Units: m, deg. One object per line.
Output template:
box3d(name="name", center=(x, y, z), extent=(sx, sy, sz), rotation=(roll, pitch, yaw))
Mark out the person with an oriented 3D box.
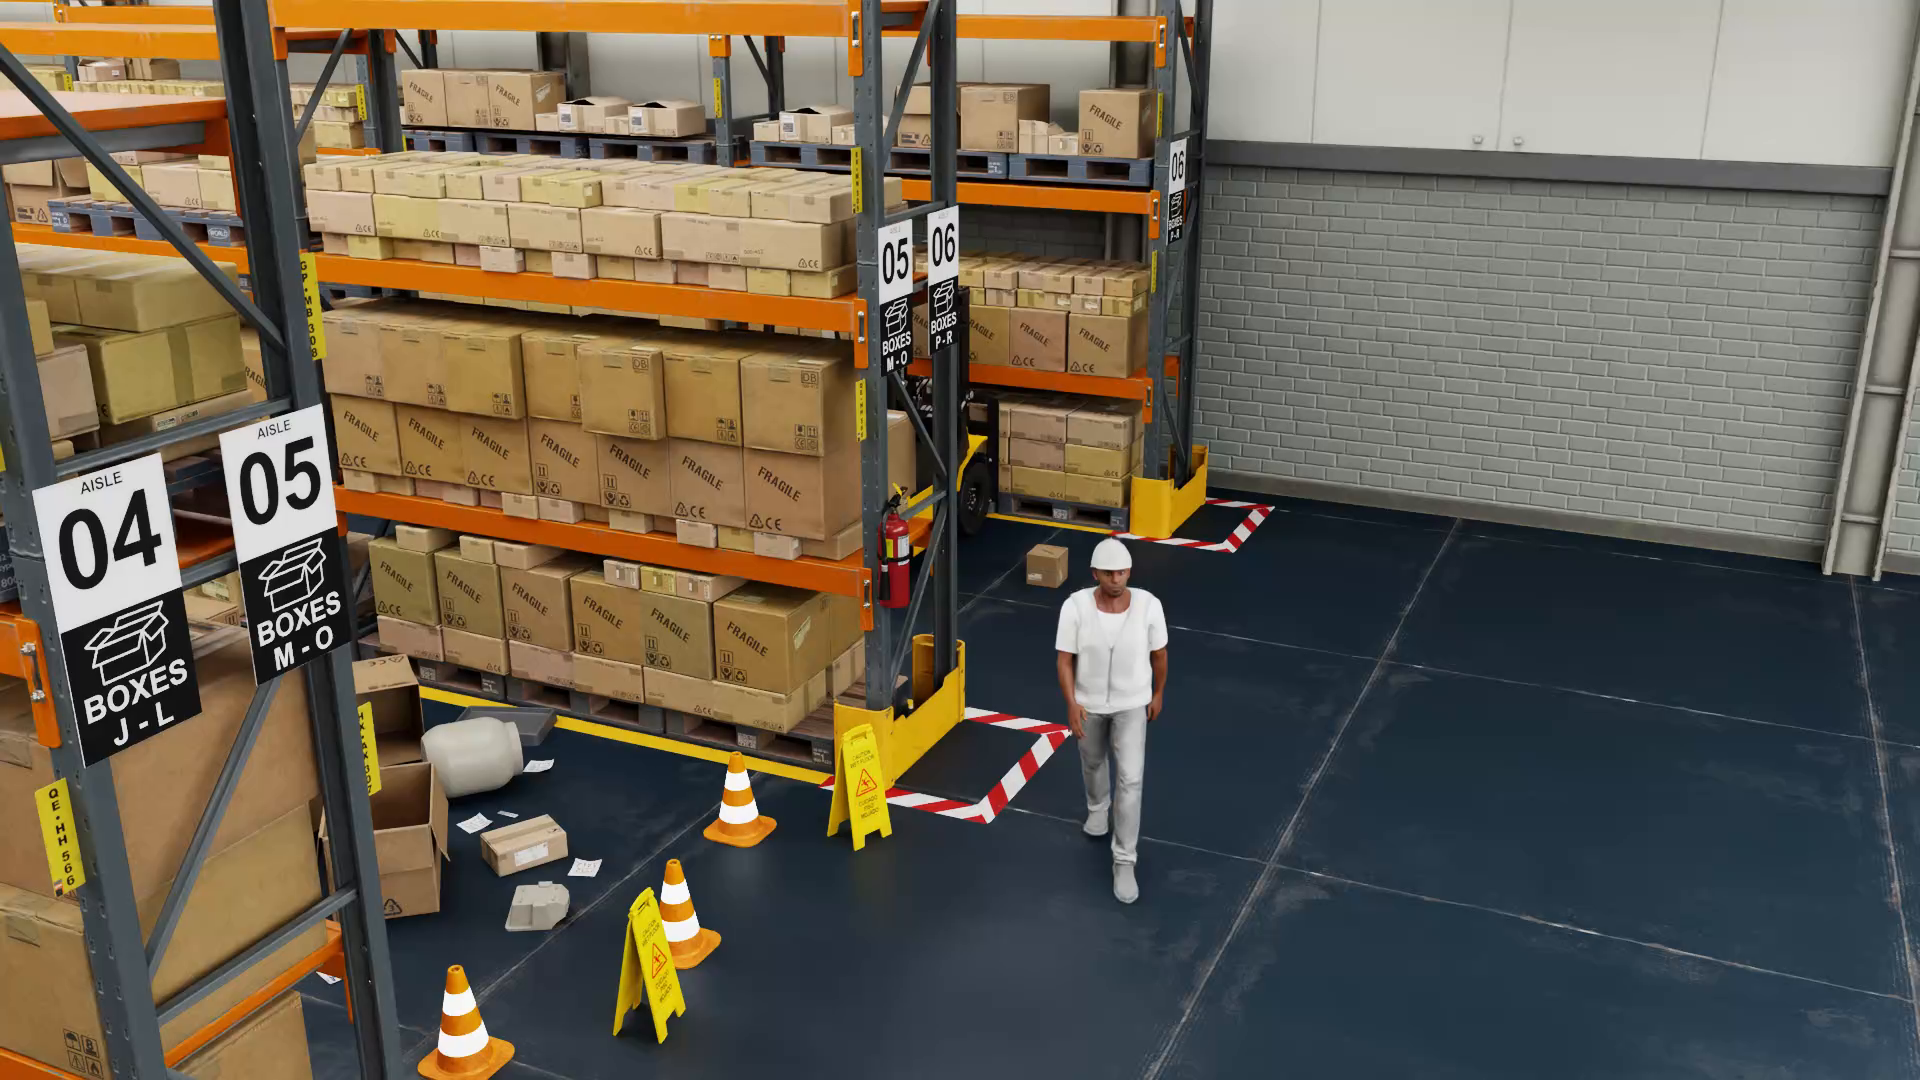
box3d(name="person", center=(0.766, 0.853, 8.515), extent=(0.570, 1.749, 0.904), rotation=(3, 19, 8))
